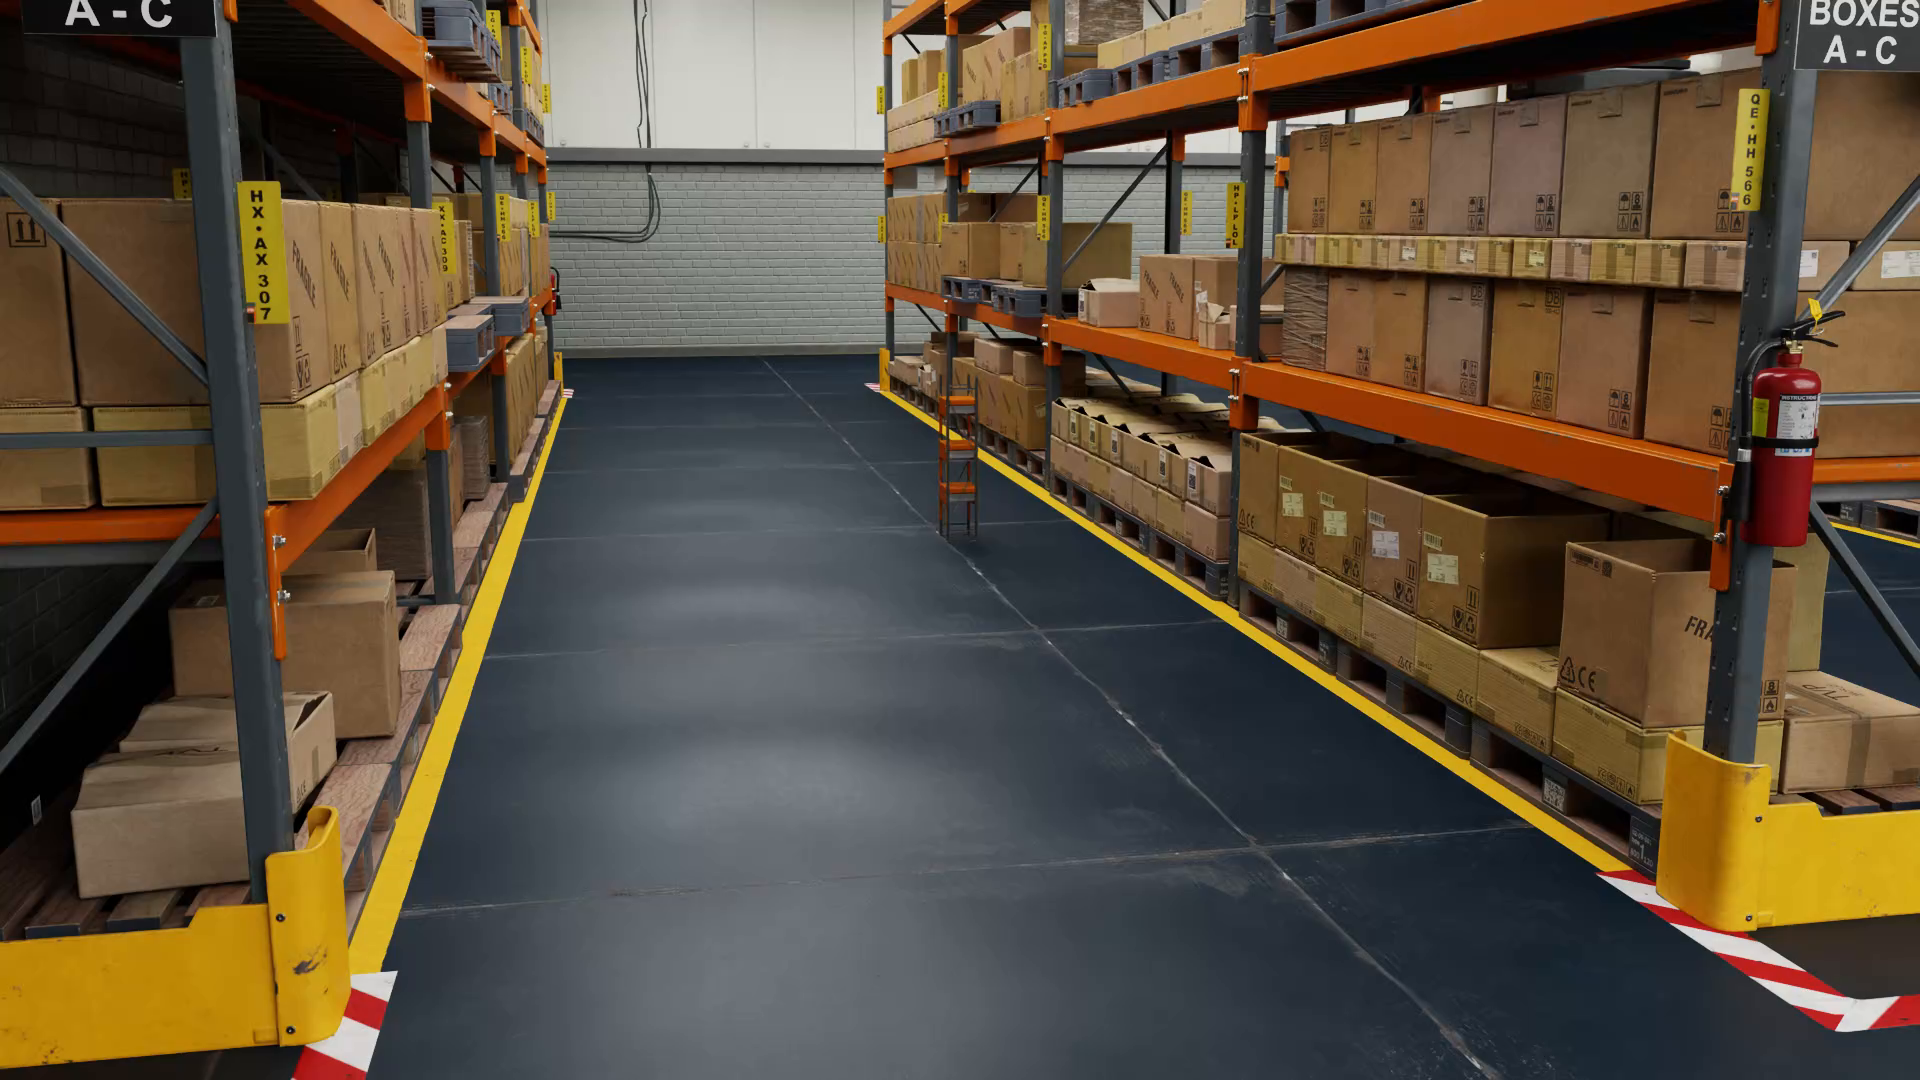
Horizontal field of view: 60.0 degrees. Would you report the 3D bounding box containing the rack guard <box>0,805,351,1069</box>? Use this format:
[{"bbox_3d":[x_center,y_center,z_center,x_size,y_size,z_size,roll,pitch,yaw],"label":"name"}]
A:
[{"bbox_3d":[-2.167,0.993,4.144,1.175,0.500,0.348,-2,11,-11],"label":"rack guard"}]

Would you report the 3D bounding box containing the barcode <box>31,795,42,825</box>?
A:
[{"bbox_3d":[-2.594,0.760,4.671,0.001,0.075,0.075,-2,11,-11],"label":"barcode"}]

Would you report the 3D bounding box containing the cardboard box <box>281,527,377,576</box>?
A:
[{"bbox_3d":[-2.689,0.246,6.892,0.500,0.500,0.500,-3,11,-15],"label":"cardboard box"}]

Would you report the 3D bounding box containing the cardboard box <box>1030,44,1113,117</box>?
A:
[{"bbox_3d":[1.033,-3.471,12.620,0.910,0.500,0.500,-2,11,-11],"label":"cardboard box"}]

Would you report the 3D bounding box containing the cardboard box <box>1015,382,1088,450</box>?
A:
[{"bbox_3d":[0.738,-1.021,13.545,0.500,0.500,0.500,-2,11,-9],"label":"cardboard box"}]

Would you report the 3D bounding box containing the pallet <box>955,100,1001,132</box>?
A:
[{"bbox_3d":[0.635,-3.672,14.447,1.213,0.211,1.003,-2,11,-11],"label":"pallet"}]

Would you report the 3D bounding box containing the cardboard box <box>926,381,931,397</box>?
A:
[{"bbox_3d":[-0.148,-1.579,17.421,0.380,0.149,0.250,-2,11,-11],"label":"cardboard box"}]

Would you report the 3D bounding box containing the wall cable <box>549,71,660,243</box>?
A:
[{"bbox_3d":[-6.013,-5.628,24.503,3.097,2.526,0.112,-2,11,-11],"label":"wall cable"}]

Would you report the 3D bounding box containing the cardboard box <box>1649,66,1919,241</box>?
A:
[{"bbox_3d":[2.618,-1.184,5.160,0.700,0.500,0.500,-2,11,-11],"label":"cardboard box"}]

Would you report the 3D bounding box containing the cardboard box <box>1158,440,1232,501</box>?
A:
[{"bbox_3d":[1.461,-0.426,9.643,0.500,0.311,0.500,-2,11,-9],"label":"cardboard box"}]

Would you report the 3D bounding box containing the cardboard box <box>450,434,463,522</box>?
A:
[{"bbox_3d":[-3.406,-0.358,10.063,0.700,0.500,0.500,-2,11,-11],"label":"cardboard box"}]

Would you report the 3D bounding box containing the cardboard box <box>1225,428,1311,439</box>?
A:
[{"bbox_3d":[1.899,-0.539,10.235,0.500,0.311,0.500,-2,11,-13],"label":"cardboard box"}]

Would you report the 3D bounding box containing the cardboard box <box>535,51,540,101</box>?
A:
[{"bbox_3d":[-4.767,-4.963,17.732,0.500,0.500,0.500,-2,11,-9],"label":"cardboard box"}]

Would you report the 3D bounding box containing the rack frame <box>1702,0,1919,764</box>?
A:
[{"bbox_3d":[2.707,-0.402,4.787,1.000,3.000,0.127,-2,11,-11],"label":"rack frame"}]

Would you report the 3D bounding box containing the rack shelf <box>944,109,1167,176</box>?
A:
[{"bbox_3d":[0.762,-3.356,14.210,1.077,0.370,4.000,-2,11,-11],"label":"rack shelf"}]

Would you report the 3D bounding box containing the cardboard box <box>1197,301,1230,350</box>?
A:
[{"bbox_3d":[1.577,-1.224,9.466,0.396,0.266,0.258,-2,11,-12],"label":"cardboard box"}]

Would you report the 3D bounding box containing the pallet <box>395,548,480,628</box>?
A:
[{"bbox_3d":[-3.083,0.272,8.702,1.003,0.211,1.213,-2,11,-11],"label":"pallet"}]

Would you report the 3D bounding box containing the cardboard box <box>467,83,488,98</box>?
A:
[{"bbox_3d":[-3.303,-3.006,10.630,0.500,0.311,0.500,-2,11,-11],"label":"cardboard box"}]

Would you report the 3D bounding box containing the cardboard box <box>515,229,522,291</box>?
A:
[{"bbox_3d":[-3.848,-2.275,13.509,0.500,0.500,0.500,-2,11,-9],"label":"cardboard box"}]

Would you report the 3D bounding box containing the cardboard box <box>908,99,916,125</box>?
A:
[{"bbox_3d":[-0.274,-4.603,17.901,0.500,0.250,0.500,-2,11,-11],"label":"cardboard box"}]

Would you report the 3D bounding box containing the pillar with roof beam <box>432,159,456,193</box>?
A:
[{"bbox_3d":[-2.414,-6.723,21.953,9.100,9.000,0.400,-2,11,-11],"label":"pillar with roof beam"}]

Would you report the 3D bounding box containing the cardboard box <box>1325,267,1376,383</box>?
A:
[{"bbox_3d":[2.130,-1.007,7.699,0.700,0.500,0.500,-2,11,-12],"label":"cardboard box"}]

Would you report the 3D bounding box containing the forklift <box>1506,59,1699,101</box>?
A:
[{"bbox_3d":[3.356,-1.300,9.686,1.130,2.935,3.031,-1,11,-8],"label":"forklift"}]

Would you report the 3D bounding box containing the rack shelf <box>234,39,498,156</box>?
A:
[{"bbox_3d":[-3.319,-2.442,9.405,1.077,0.370,4.000,-2,11,-11],"label":"rack shelf"}]

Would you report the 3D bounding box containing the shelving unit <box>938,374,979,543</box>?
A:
[{"bbox_3d":[-0.010,-0.526,10.650,0.215,1.050,0.252,-2,11,-11],"label":"shelving unit"}]

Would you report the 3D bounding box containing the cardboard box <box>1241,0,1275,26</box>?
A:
[{"bbox_3d":[1.818,-2.855,8.931,0.500,0.250,0.500,-1,11,-5],"label":"cardboard box"}]

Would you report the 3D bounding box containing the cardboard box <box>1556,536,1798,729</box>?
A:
[{"bbox_3d":[2.310,0.286,5.395,0.500,0.500,0.500,-2,11,-11],"label":"cardboard box"}]

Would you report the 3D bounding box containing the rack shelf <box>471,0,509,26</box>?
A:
[{"bbox_3d":[-4.875,-5.282,16.853,0.919,0.124,3.809,-2,11,-11],"label":"rack shelf"}]

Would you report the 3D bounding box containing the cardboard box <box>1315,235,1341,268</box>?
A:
[{"bbox_3d":[1.892,-1.354,7.785,0.380,0.149,0.250,-2,11,-13],"label":"cardboard box"}]

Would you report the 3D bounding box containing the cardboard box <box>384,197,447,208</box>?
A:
[{"bbox_3d":[-3.534,-2.152,10.801,0.380,0.149,0.250,-4,12,-21],"label":"cardboard box"}]

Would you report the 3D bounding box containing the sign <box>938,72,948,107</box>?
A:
[{"bbox_3d":[-0.158,-4.309,15.910,0.100,0.325,0.005,-2,11,-11],"label":"sign"}]

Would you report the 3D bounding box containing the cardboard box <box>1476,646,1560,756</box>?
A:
[{"bbox_3d":[2.203,0.563,5.945,0.500,0.250,0.500,-2,11,-11],"label":"cardboard box"}]

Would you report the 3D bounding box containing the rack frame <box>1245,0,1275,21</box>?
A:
[{"bbox_3d":[1.929,-4.083,8.081,1.000,3.000,0.127,-2,11,-11],"label":"rack frame"}]

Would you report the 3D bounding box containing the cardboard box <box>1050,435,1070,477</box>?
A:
[{"bbox_3d":[0.964,-0.618,12.153,0.500,0.250,0.500,-2,11,-11],"label":"cardboard box"}]

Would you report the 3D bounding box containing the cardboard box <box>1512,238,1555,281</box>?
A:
[{"bbox_3d":[2.245,-1.022,6.043,0.380,0.149,0.250,-2,11,-9],"label":"cardboard box"}]

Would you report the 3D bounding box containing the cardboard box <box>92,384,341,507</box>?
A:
[{"bbox_3d":[-1.935,-0.259,4.380,0.500,0.250,0.500,-2,11,-13],"label":"cardboard box"}]

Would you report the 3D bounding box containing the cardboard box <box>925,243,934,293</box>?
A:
[{"bbox_3d":[-0.078,-2.829,17.270,0.500,0.500,0.500,-2,11,-9],"label":"cardboard box"}]

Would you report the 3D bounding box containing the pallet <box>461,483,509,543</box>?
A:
[{"bbox_3d":[-3.557,-0.175,11.053,1.003,0.211,1.213,-2,11,-11],"label":"pallet"}]

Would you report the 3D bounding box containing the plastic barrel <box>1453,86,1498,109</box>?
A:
[{"bbox_3d":[5.089,-4.423,16.406,0.433,0.535,0.433,0,11,0],"label":"plastic barrel"}]

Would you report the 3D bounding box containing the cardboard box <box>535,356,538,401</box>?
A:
[{"bbox_3d":[-4.531,-1.541,16.335,0.700,0.500,0.500,-2,11,-10],"label":"cardboard box"}]

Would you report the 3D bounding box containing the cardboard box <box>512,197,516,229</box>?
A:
[{"bbox_3d":[-3.855,-2.638,13.413,0.500,0.250,0.500,-2,11,-12],"label":"cardboard box"}]

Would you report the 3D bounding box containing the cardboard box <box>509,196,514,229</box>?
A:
[{"bbox_3d":[-3.749,-2.545,12.922,0.500,0.250,0.500,-2,11,-11],"label":"cardboard box"}]

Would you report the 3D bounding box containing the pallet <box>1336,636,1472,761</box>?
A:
[{"bbox_3d":[2.283,0.606,6.950,1.003,0.211,1.213,-2,11,-11],"label":"pallet"}]

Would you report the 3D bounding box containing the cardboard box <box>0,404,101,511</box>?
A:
[{"bbox_3d":[-2.433,-0.236,4.263,0.500,0.250,0.500,-2,11,-10],"label":"cardboard box"}]

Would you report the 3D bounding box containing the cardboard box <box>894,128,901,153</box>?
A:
[{"bbox_3d":[-0.470,-4.541,18.910,0.500,0.250,0.500,-2,11,-11],"label":"cardboard box"}]

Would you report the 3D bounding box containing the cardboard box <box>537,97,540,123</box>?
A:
[{"bbox_3d":[-4.758,-4.591,17.783,0.500,0.250,0.500,-3,11,-13],"label":"cardboard box"}]

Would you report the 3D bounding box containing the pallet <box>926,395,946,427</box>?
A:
[{"bbox_3d":[0.240,-1.359,17.273,1.003,0.211,1.213,-2,11,-11],"label":"pallet"}]

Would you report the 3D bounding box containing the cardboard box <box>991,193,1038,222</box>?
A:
[{"bbox_3d":[0.557,-3.240,16.755,0.500,0.500,0.500,-2,11,-10],"label":"cardboard box"}]

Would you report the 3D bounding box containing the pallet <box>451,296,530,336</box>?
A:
[{"bbox_3d":[-3.465,-1.468,10.897,1.213,0.211,1.003,-2,11,-11],"label":"pallet"}]

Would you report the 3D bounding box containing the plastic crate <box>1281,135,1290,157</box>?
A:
[{"bbox_3d":[4.256,-4.845,20.455,0.497,0.269,0.590,-2,11,-11],"label":"plastic crate"}]

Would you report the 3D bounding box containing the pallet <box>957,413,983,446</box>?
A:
[{"bbox_3d":[0.568,-1.085,15.835,1.003,0.211,1.213,-2,11,-11],"label":"pallet"}]

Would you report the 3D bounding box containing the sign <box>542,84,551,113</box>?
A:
[{"bbox_3d":[-4.729,-5.043,18.989,0.100,0.325,0.005,-2,11,-11],"label":"sign"}]

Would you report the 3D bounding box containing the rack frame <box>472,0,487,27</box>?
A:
[{"bbox_3d":[-3.708,-4.636,10.985,1.000,3.000,0.127,-2,11,-11],"label":"rack frame"}]

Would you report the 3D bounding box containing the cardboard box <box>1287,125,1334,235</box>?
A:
[{"bbox_3d":[2.021,-1.741,8.085,0.700,0.500,0.500,-2,11,-11],"label":"cardboard box"}]
